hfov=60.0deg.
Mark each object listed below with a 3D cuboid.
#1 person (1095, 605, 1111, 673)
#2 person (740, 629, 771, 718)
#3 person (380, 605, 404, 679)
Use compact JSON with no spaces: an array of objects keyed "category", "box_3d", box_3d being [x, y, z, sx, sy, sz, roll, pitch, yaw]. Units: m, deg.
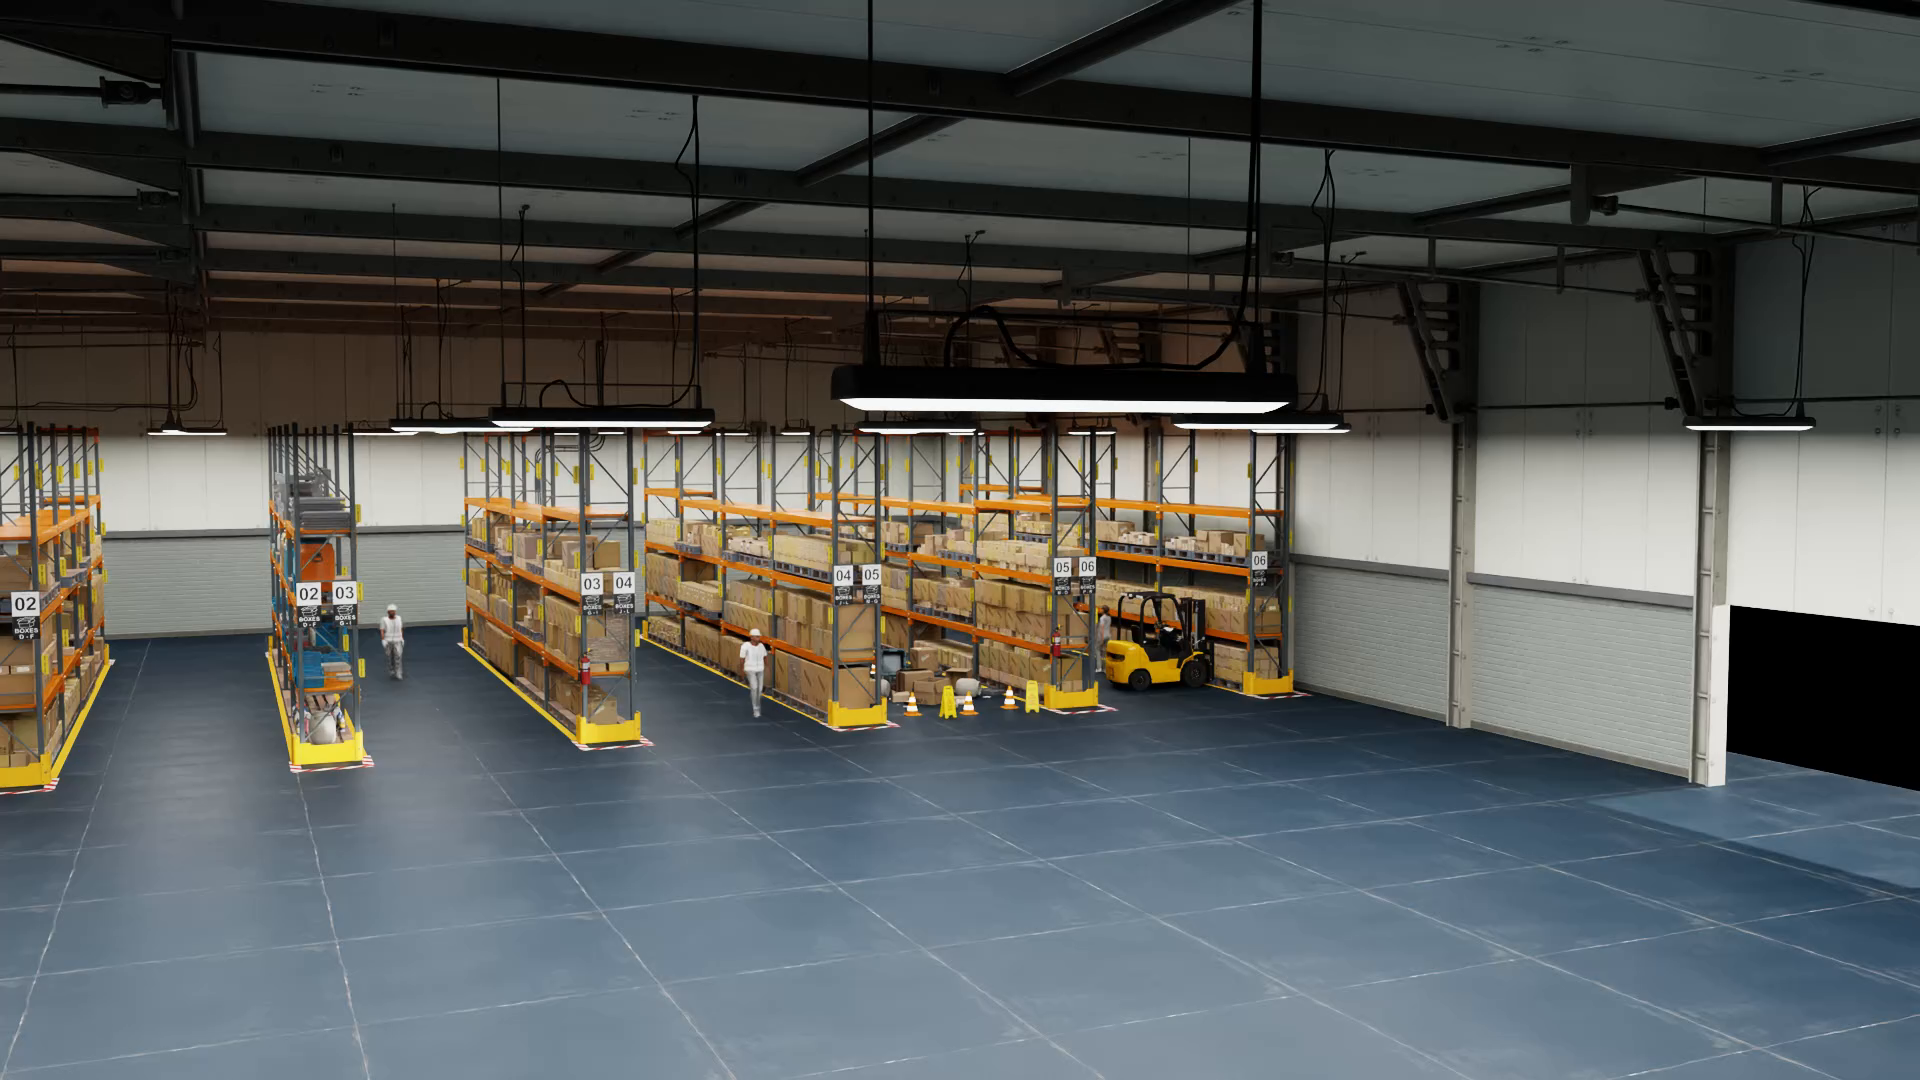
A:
[{"category":"person","box_3d":[3.546,2.435,40.594,0.453,1.708,0.606,-2,4,-35]},{"category":"person","box_3d":[-4.182,2.747,34.449,0.593,1.783,0.686,-3,4,-36]},{"category":"person","box_3d":[-13.531,2.408,39.579,0.528,1.721,0.995,-1,4,-16]}]
